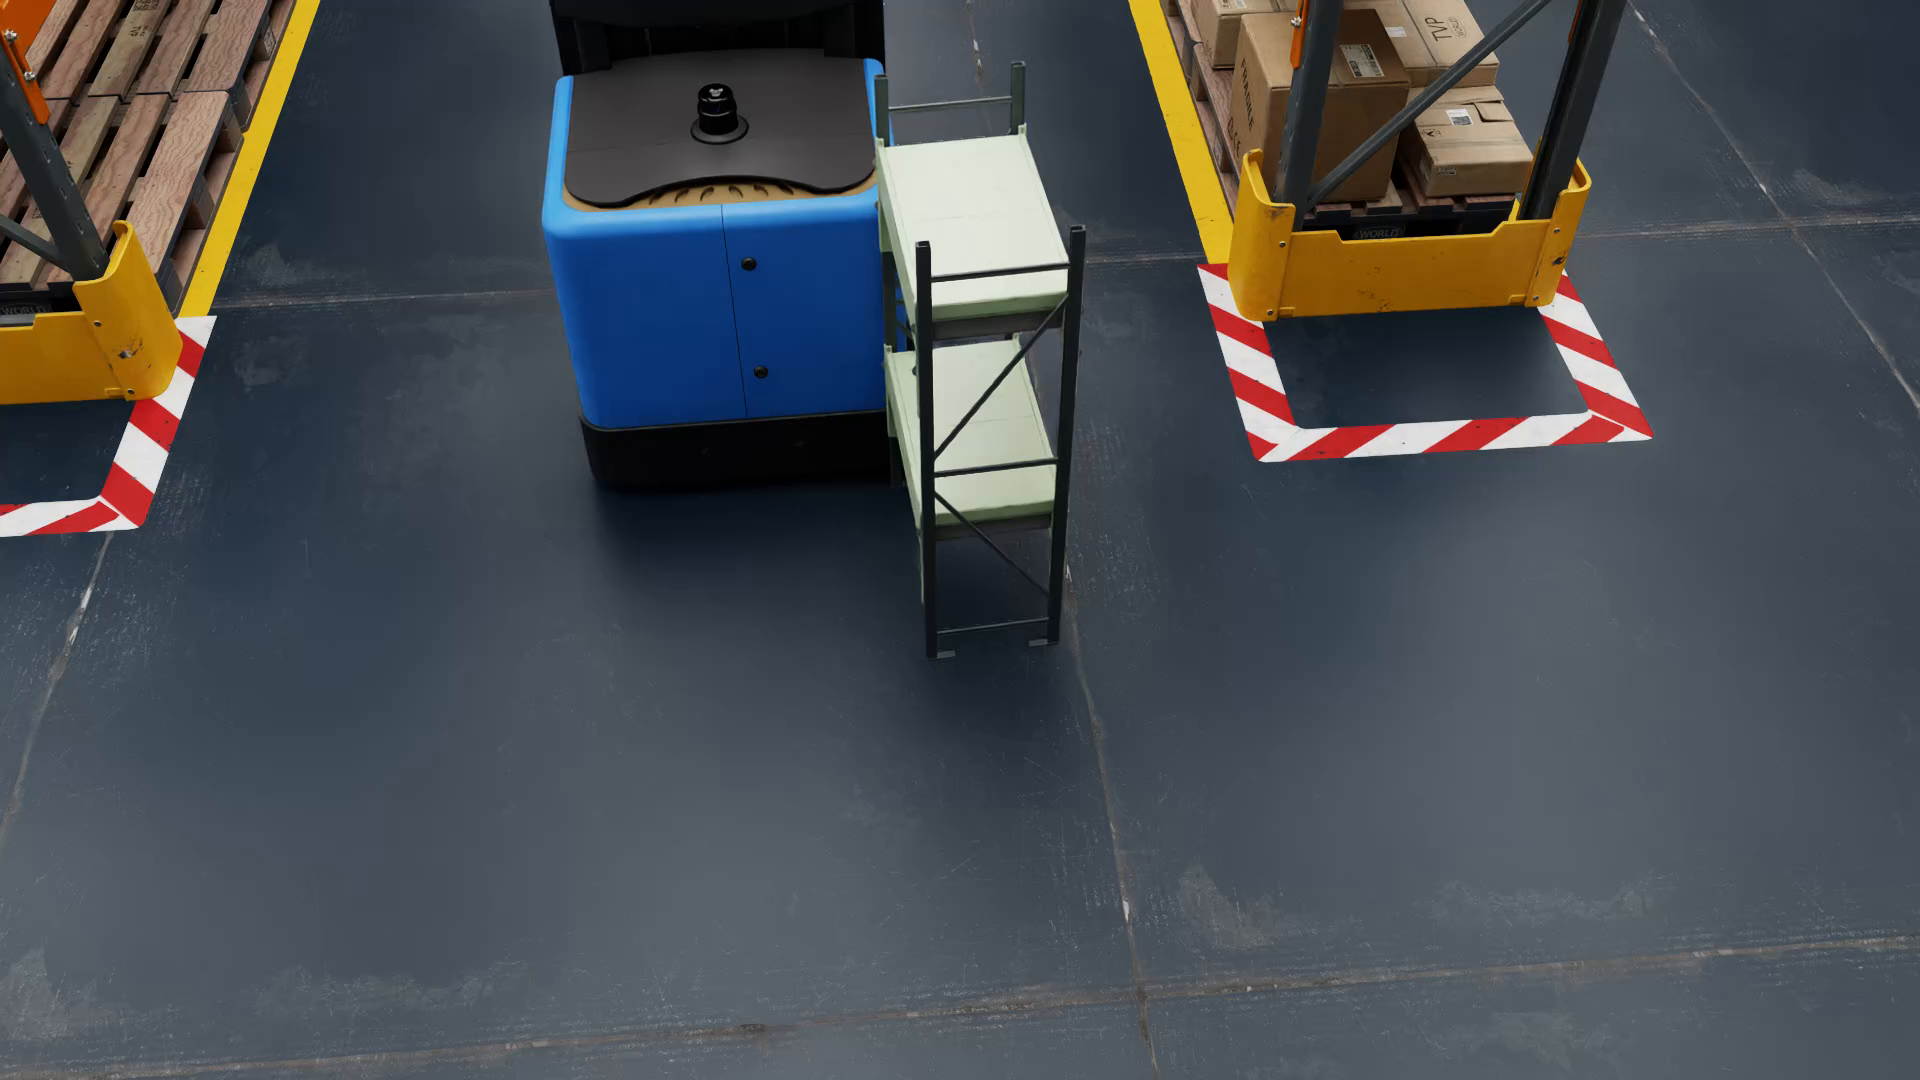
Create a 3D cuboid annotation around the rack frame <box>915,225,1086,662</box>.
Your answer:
[{"bbox_3d":[0.095,-0.189,4.396,0.400,1.500,0.023,-7,47,-7],"label":"rack frame"}]

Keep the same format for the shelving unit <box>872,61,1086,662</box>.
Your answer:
[{"bbox_3d":[0.035,-0.451,4.644,0.431,1.500,0.755,-7,47,-7],"label":"shelving unit"}]

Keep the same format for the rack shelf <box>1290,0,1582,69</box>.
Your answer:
[{"bbox_3d":[1.424,-3.120,6.634,1.077,0.370,4.000,-3,47,-3],"label":"rack shelf"}]

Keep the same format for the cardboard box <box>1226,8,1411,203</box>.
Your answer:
[{"bbox_3d":[1.300,-1.590,6.109,0.500,0.500,0.500,-3,47,-3],"label":"cardboard box"}]

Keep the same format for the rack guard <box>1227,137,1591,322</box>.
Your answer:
[{"bbox_3d":[1.585,-1.115,5.962,1.175,0.500,0.348,-3,47,-3],"label":"rack guard"}]

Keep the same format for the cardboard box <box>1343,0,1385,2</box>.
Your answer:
[{"bbox_3d":[1.744,-2.260,6.915,0.500,0.250,0.500,-3,47,-3],"label":"cardboard box"}]

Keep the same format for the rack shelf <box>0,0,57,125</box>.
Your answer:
[{"bbox_3d":[-3.513,-2.821,6.352,1.077,0.370,4.000,-3,47,-3],"label":"rack shelf"}]

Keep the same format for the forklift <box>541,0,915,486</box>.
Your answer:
[{"bbox_3d":[-0.826,-2.256,5.368,1.130,2.935,3.031,-5,47,-4],"label":"forklift"}]

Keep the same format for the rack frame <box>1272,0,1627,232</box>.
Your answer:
[{"bbox_3d":[1.591,-1.920,5.002,1.000,3.000,0.127,-3,47,-3],"label":"rack frame"}]

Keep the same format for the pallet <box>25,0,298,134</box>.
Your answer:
[{"bbox_3d":[-3.475,-2.142,7.134,1.003,0.211,1.213,-3,47,-3],"label":"pallet"}]

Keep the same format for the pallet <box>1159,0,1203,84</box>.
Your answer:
[{"bbox_3d":[1.418,-2.473,7.447,1.003,0.211,1.213,-3,47,-3],"label":"pallet"}]

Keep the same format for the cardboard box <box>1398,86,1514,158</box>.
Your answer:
[{"bbox_3d":[1.877,-1.602,6.349,0.380,0.166,0.250,-3,47,-3],"label":"cardboard box"}]

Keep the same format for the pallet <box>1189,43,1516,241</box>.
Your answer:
[{"bbox_3d":[1.517,-1.593,6.613,1.003,0.211,1.213,-3,47,-3],"label":"pallet"}]

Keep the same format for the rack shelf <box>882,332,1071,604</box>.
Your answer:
[{"bbox_3d":[0.035,-0.227,4.881,0.431,0.370,0.720,-7,47,-7],"label":"rack shelf"}]

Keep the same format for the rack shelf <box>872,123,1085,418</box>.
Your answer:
[{"bbox_3d":[0.035,-0.719,4.361,0.431,0.370,0.720,-7,47,-7],"label":"rack shelf"}]

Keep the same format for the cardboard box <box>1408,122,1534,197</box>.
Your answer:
[{"bbox_3d":[1.898,-1.415,6.185,0.380,0.149,0.250,-3,47,-3],"label":"cardboard box"}]

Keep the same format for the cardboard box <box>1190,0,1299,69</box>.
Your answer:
[{"bbox_3d":[1.250,-2.193,6.852,0.500,0.250,0.500,-3,47,-3],"label":"cardboard box"}]

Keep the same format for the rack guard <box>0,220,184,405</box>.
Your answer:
[{"bbox_3d":[-3.330,-0.746,5.612,1.175,0.500,0.348,-3,47,-3],"label":"rack guard"}]

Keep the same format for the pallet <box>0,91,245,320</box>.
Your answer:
[{"bbox_3d":[-3.376,-1.262,6.300,1.003,0.211,1.213,-3,47,-3],"label":"pallet"}]

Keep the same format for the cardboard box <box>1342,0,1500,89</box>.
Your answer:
[{"bbox_3d":[1.786,-1.898,6.573,0.500,0.250,0.500,-3,47,-3],"label":"cardboard box"}]

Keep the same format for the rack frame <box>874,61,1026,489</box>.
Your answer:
[{"bbox_3d":[-0.026,-0.713,4.892,0.400,1.500,0.023,-7,47,-7],"label":"rack frame"}]

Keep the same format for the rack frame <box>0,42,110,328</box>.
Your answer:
[{"bbox_3d":[-3.345,-1.622,4.720,1.000,3.000,0.127,-3,47,-3],"label":"rack frame"}]
